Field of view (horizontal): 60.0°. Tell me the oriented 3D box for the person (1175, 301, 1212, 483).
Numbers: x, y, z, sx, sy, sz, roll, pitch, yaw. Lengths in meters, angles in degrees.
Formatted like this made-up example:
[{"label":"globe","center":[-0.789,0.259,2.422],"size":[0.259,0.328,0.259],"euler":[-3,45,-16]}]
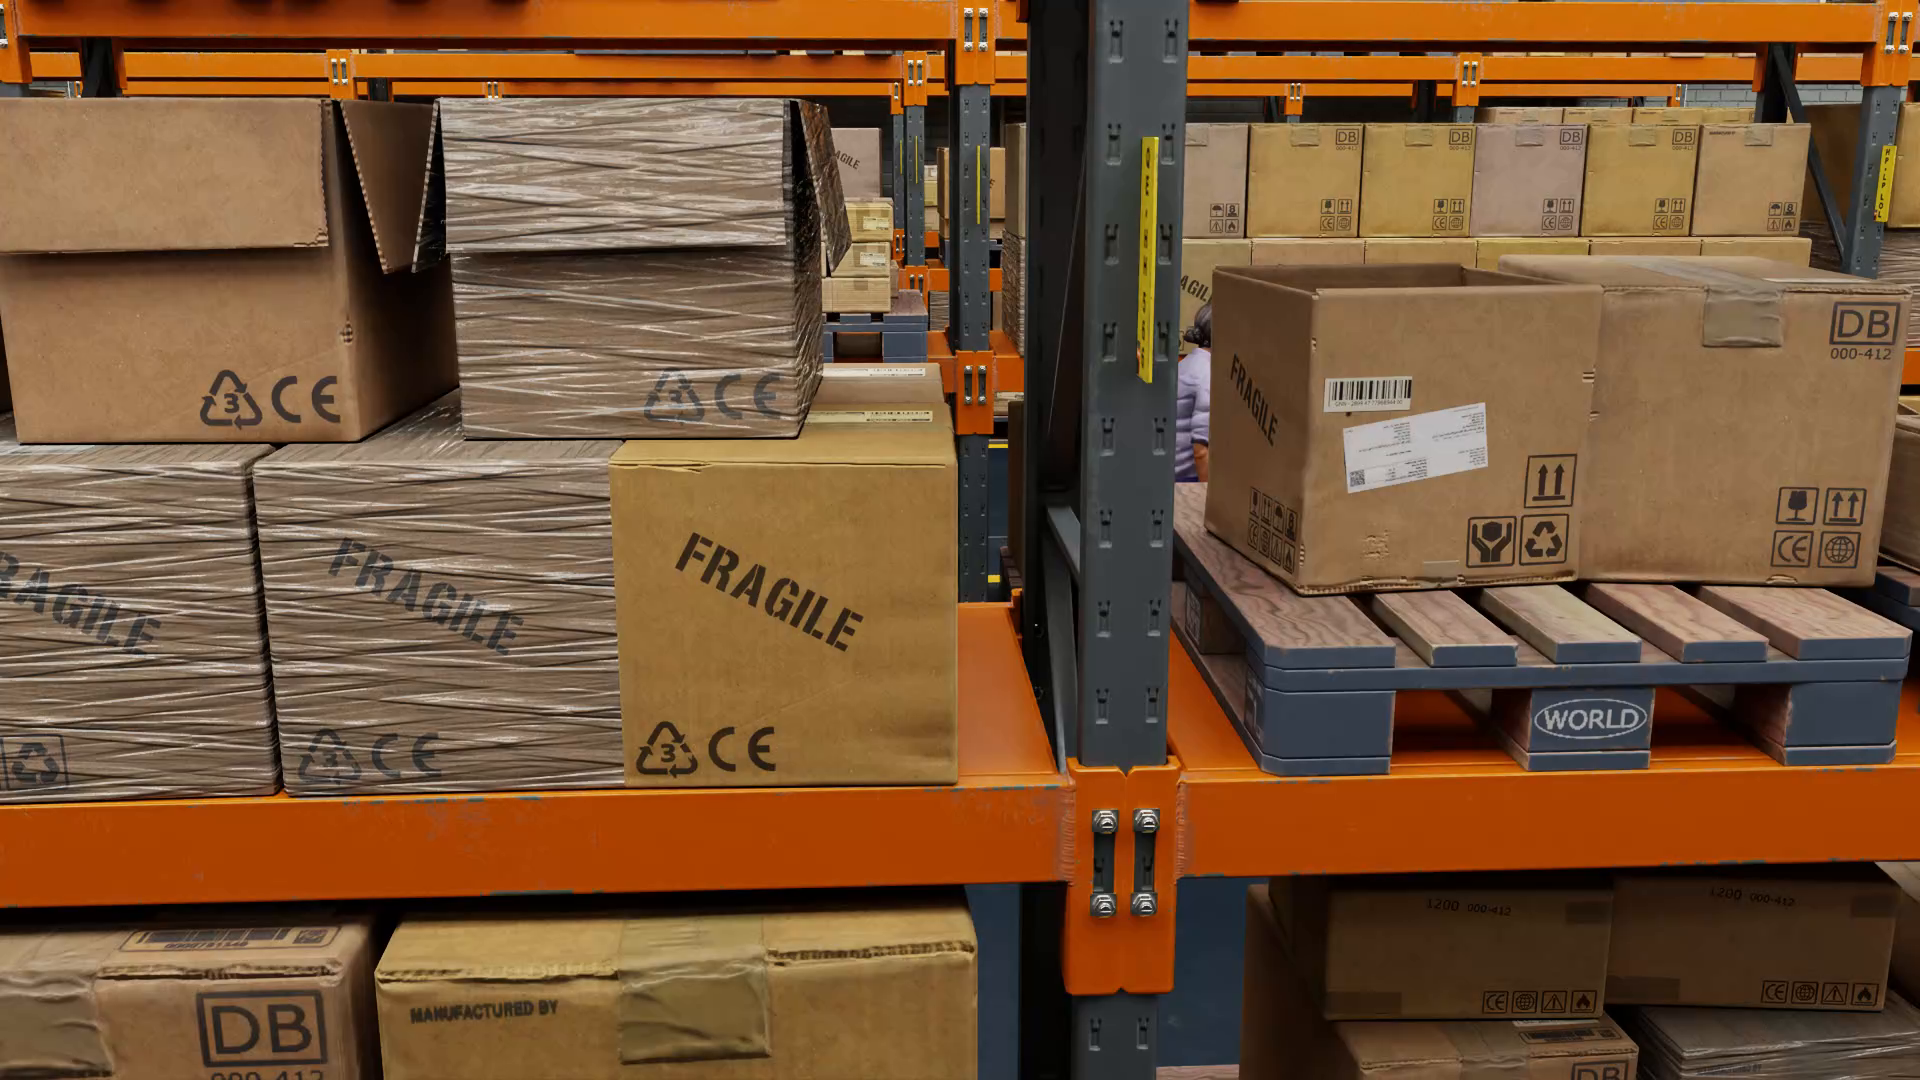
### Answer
[{"label":"person","center":[0.915,-0.090,6.382],"size":[0.373,1.651,0.555],"euler":[-2,14,-7]}]
